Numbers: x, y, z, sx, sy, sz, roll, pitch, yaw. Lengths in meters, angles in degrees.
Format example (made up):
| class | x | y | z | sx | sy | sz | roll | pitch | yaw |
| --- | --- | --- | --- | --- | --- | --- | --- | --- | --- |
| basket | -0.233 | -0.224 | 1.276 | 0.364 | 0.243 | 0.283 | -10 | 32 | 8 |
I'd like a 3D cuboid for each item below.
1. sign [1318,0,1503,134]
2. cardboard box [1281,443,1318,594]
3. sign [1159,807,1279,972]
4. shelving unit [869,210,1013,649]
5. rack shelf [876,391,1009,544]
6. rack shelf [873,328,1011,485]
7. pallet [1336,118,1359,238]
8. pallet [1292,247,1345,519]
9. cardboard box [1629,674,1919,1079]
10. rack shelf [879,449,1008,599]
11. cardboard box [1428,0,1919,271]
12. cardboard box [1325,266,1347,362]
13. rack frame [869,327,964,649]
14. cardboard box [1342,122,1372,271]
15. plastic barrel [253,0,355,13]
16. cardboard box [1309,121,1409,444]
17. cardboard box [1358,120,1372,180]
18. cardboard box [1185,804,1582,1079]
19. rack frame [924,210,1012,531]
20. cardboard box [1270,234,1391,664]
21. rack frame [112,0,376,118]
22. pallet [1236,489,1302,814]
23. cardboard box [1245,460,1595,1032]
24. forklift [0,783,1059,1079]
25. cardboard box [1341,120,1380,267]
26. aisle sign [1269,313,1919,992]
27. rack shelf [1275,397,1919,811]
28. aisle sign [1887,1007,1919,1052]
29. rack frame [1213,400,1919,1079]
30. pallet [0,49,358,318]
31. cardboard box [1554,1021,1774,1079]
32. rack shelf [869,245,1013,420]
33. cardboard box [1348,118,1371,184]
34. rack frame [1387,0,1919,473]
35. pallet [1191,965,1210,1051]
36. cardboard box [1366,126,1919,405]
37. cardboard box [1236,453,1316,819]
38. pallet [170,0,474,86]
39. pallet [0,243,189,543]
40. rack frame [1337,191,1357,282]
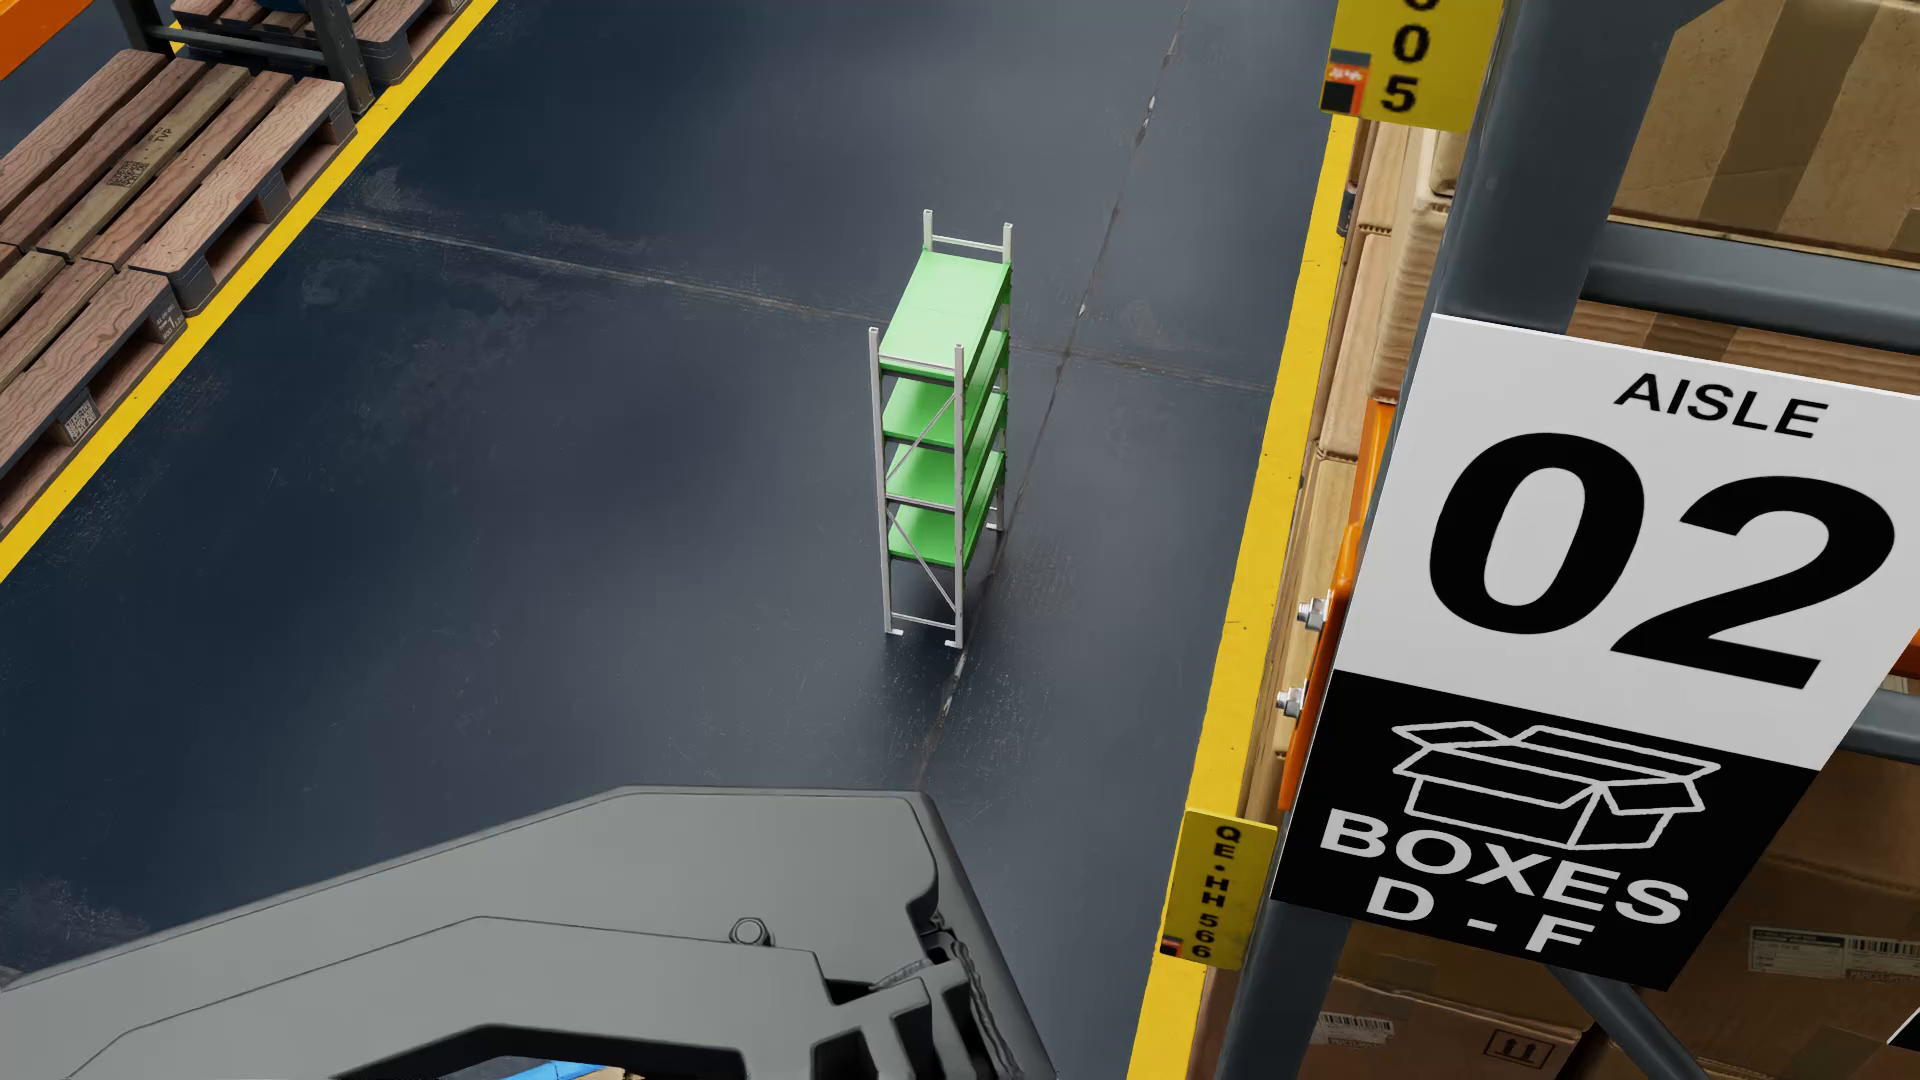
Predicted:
| class | x | y | z | sx | sy | sz | roll | pitch | yaw |
| --- | --- | --- | --- | --- | --- | --- | --- | --- | --- |
| sign | 0.292 | -0.391 | 1.003 | 0.100 | 0.325 | 0.005 | 12 | 50 | 10 |
| cardboard box | 0.948 | -0.128 | 3.296 | 0.500 | 0.500 | 0.500 | 12 | 50 | 10 |
| sign | 0.292 | 0.407 | 1.907 | 0.100 | 0.325 | 0.005 | 12 | 50 | 10 |
| shelving unit | -0.044 | -0.277 | 4.694 | 0.258 | 1.200 | 0.503 | 12 | 50 | 10 |
| rack shelf | -0.044 | -0.235 | 4.742 | 0.258 | 0.148 | 0.480 | 12 | 50 | 10 |
| rack shelf | -0.044 | -0.394 | 4.562 | 0.258 | 0.148 | 0.480 | 12 | 50 | 10 |
| pallet | 2.053 | -1.548 | 6.475 | 1.003 | 0.211 | 1.213 | 12 | 50 | 10 |
| pallet | 1.694 | -0.456 | 5.511 | 1.003 | 0.211 | 1.213 | 12 | 50 | 10 |
| cardboard box | 1.194 | 0.385 | 2.176 | 0.500 | 0.500 | 0.500 | 13 | 50 | 11 |
| rack shelf | -0.044 | -0.076 | 4.922 | 0.258 | 0.148 | 0.480 | 12 | 50 | 10 |
| cardboard box | 0.712 | -0.512 | 1.467 | 0.500 | 0.250 | 0.500 | 12 | 50 | 10 |
| cardboard box | 1.080 | -0.493 | 3.617 | 0.500 | 0.500 | 0.500 | 11 | 49 | 10 |
| rack frame | -0.108 | -0.101 | 4.539 | 0.240 | 1.200 | 0.015 | 12 | 50 | 10 |
| cardboard box | 1.213 | -0.861 | 3.942 | 0.500 | 0.500 | 0.500 | 11 | 50 | 10 |
| plastic barrel | -2.743 | -2.690 | 6.743 | 0.600 | 0.901 | 0.708 | 12 | 50 | 10 |
| cardboard box | 0.939 | -0.463 | 2.925 | 0.500 | 0.500 | 0.500 | 13 | 50 | 11 |
| cardboard box | 1.347 | -1.222 | 4.261 | 0.500 | 0.500 | 0.500 | 12 | 50 | 11 |
| cardboard box | 0.678 | 0.608 | 2.646 | 0.500 | 0.500 | 0.500 | 13 | 50 | 11 |
| rack frame | 0.021 | -0.454 | 4.850 | 0.240 | 1.200 | 0.015 | 12 | 50 | 10 |
| cardboard box | 0.807 | -0.087 | 2.593 | 0.500 | 0.500 | 0.500 | 13 | 50 | 11 |
| rack frame | -2.902 | -2.855 | 5.769 | 1.000 | 3.000 | 0.127 | 12 | 50 | 10 |
| pallet | 1.375 | 0.430 | 4.730 | 1.003 | 0.211 | 1.213 | 12 | 50 | 10 |
| cardboard box | 0.674 | 0.278 | 2.270 | 0.500 | 0.500 | 0.500 | 11 | 50 | 10 |
| forklift | -0.187 | 1.712 | 1.784 | 1.130 | 2.935 | 3.031 | -16 | 51 | -14 |
| cardboard box | 1.074 | -0.835 | 3.253 | 0.500 | 0.500 | 0.500 | 13 | 50 | 11 |
| aisle sign | 0.509 | 0.147 | 1.386 | 0.394 | 0.787 | 0.004 | 12 | 50 | 10 |
| rack shelf | 1.349 | -1.183 | 2.772 | 1.077 | 0.370 | 4.000 | 12 | 50 | 10 |
| aisle sign | 1.088 | 0.265 | 1.281 | 0.394 | 0.787 | 0.004 | 12 | 50 | 10 |
| rack frame | 0.823 | 1.018 | 2.351 | 1.000 | 3.000 | 0.127 | 12 | 50 | 10 |
| pallet | -3.058 | -1.393 | 6.338 | 1.003 | 0.211 | 1.213 | 12 | 50 | 10 |
| cardboard box | 1.194 | 0.716 | 2.550 | 0.500 | 0.500 | 0.500 | 13 | 50 | 11 |
| rack shelf | -0.044 | -0.553 | 4.383 | 0.258 | 0.148 | 0.480 | 12 | 50 | 10 |
| cardboard box | 1.729 | -1.607 | 6.041 | 0.500 | 0.500 | 0.500 | 11 | 50 | 10 |
| rack frame | 0.823 | -0.967 | 0.101 | 1.000 | 3.000 | 0.127 | 12 | 50 | 10 |
| pallet | 1.052 | 1.309 | 3.954 | 1.003 | 0.211 | 1.213 | 12 | 50 | 10 |
| cardboard box | 0.703 | -0.348 | 1.656 | 0.500 | 0.250 | 0.500 | 12 | 50 | 10 |
| cardboard box | 0.811 | 0.232 | 2.978 | 0.500 | 0.500 | 0.500 | 12 | 50 | 10 |
| pallet | -2.659 | -2.482 | 7.300 | 1.003 | 0.211 | 1.213 | 12 | 50 | 10 |
| pallet | -3.378 | -0.508 | 5.557 | 1.003 | 0.211 | 1.213 | 12 | 50 | 10 |
| rack frame | 1.875 | -1.875 | 4.904 | 1.000 | 3.000 | 0.127 | 12 | 50 | 10 |
